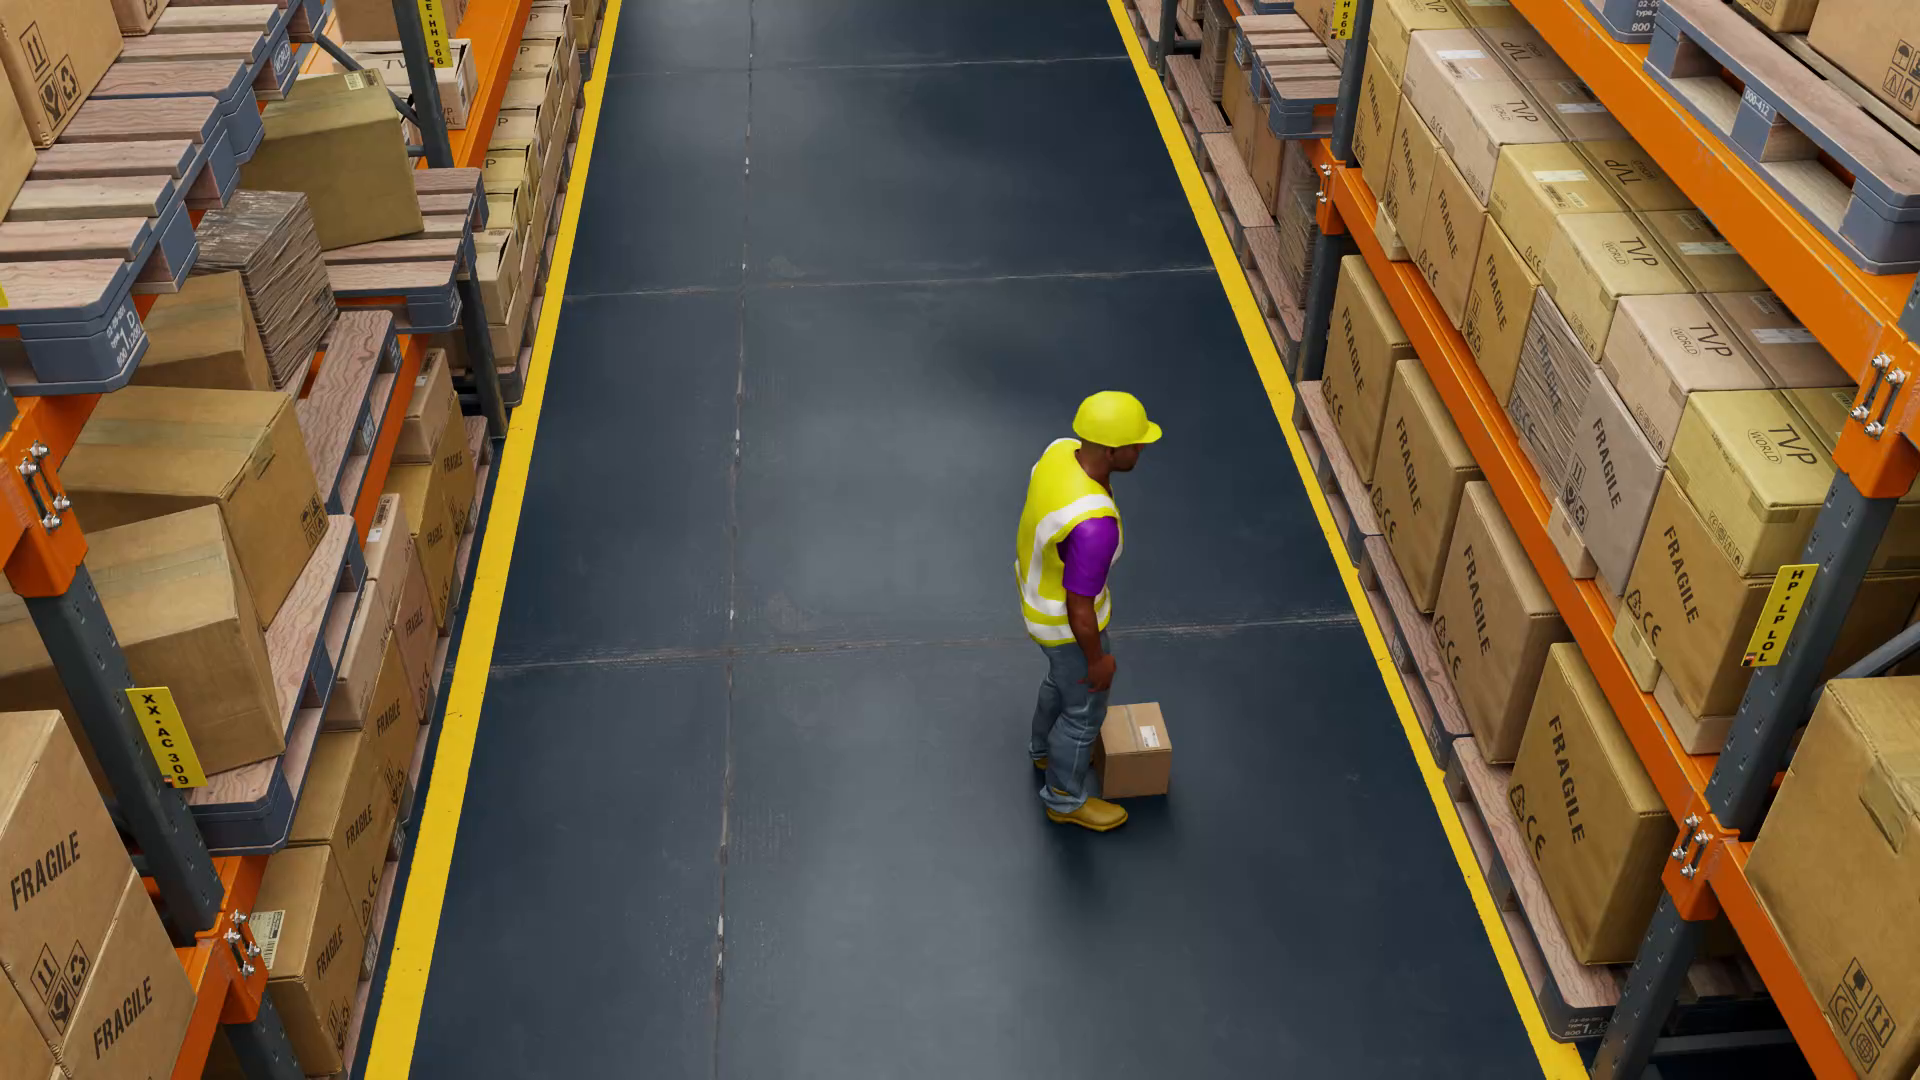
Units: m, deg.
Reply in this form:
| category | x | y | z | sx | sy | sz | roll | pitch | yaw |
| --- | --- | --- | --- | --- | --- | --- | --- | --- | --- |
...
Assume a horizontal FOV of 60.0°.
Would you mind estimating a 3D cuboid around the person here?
| category | x | y | z | sx | sy | sz | roll | pitch | yaw |
| --- | --- | --- | --- | --- | --- | --- | --- | --- | --- |
| person | 0.429 | 0.237 | 5.845 | 0.459 | 1.761 | 0.626 | -3 | 39 | -4 |
